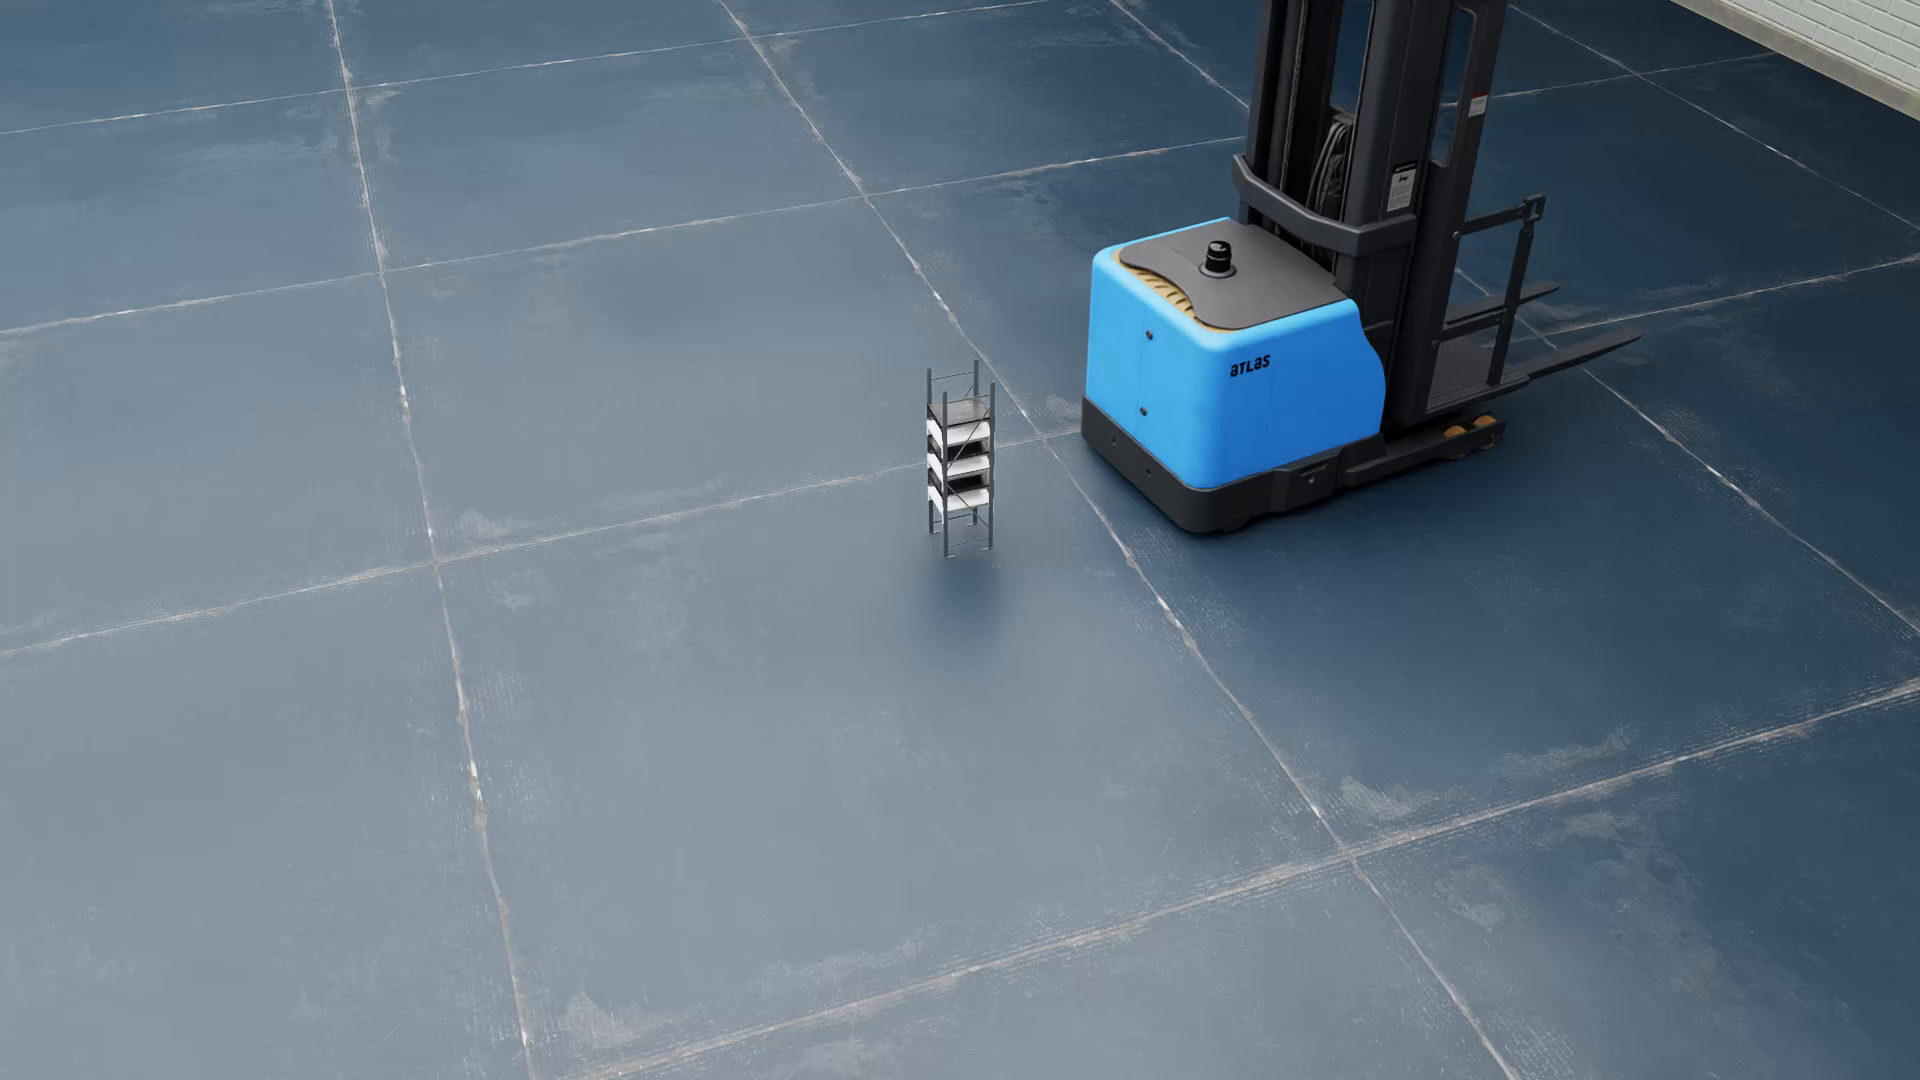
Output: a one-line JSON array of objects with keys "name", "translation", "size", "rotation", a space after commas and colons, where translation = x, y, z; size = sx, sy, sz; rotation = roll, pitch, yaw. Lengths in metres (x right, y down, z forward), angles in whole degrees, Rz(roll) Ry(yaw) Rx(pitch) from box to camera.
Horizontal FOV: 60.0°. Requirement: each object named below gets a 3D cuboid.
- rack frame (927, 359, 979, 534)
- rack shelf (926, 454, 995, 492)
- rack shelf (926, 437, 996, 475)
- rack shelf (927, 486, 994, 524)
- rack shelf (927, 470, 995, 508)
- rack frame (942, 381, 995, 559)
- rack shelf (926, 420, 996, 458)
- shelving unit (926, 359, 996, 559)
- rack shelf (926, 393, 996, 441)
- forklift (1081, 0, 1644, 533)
[{"name": "rack frame", "translation": [-0.032, -0.412, 7.549], "size": [0.240, 0.900, 0.006], "rotation": [-12, 39, -16]}, {"name": "rack shelf", "translation": [0.003, -0.328, 7.493], "size": [0.258, 0.077, 0.200], "rotation": [-12, 39, -16]}, {"name": "rack shelf", "translation": [0.003, -0.400, 7.439], "size": [0.258, 0.077, 0.200], "rotation": [-12, 39, -16]}, {"name": "rack shelf", "translation": [0.003, -0.184, 7.602], "size": [0.258, 0.077, 0.200], "rotation": [-12, 39, -16]}, {"name": "rack shelf", "translation": [0.003, -0.256, 7.547], "size": [0.258, 0.077, 0.200], "rotation": [-12, 39, -16]}, {"name": "rack frame", "translation": [0.038, -0.297, 7.397], "size": [0.240, 0.900, 0.006], "rotation": [-12, 39, -16]}, {"name": "rack shelf", "translation": [0.003, -0.472, 7.385], "size": [0.258, 0.077, 0.200], "rotation": [-12, 39, -16]}, {"name": "shelving unit", "translation": [0.003, -0.355, 7.473], "size": [0.258, 0.900, 0.210], "rotation": [-12, 39, -16]}, {"name": "rack shelf", "translation": [0.003, -0.544, 7.331], "size": [0.258, 0.077, 0.200], "rotation": [-12, 39, -16]}, {"name": "forklift", "translation": [2.149, -1.833, 7.747], "size": [3.031, 2.935, 1.130], "rotation": [-18, 41, -22]}]
